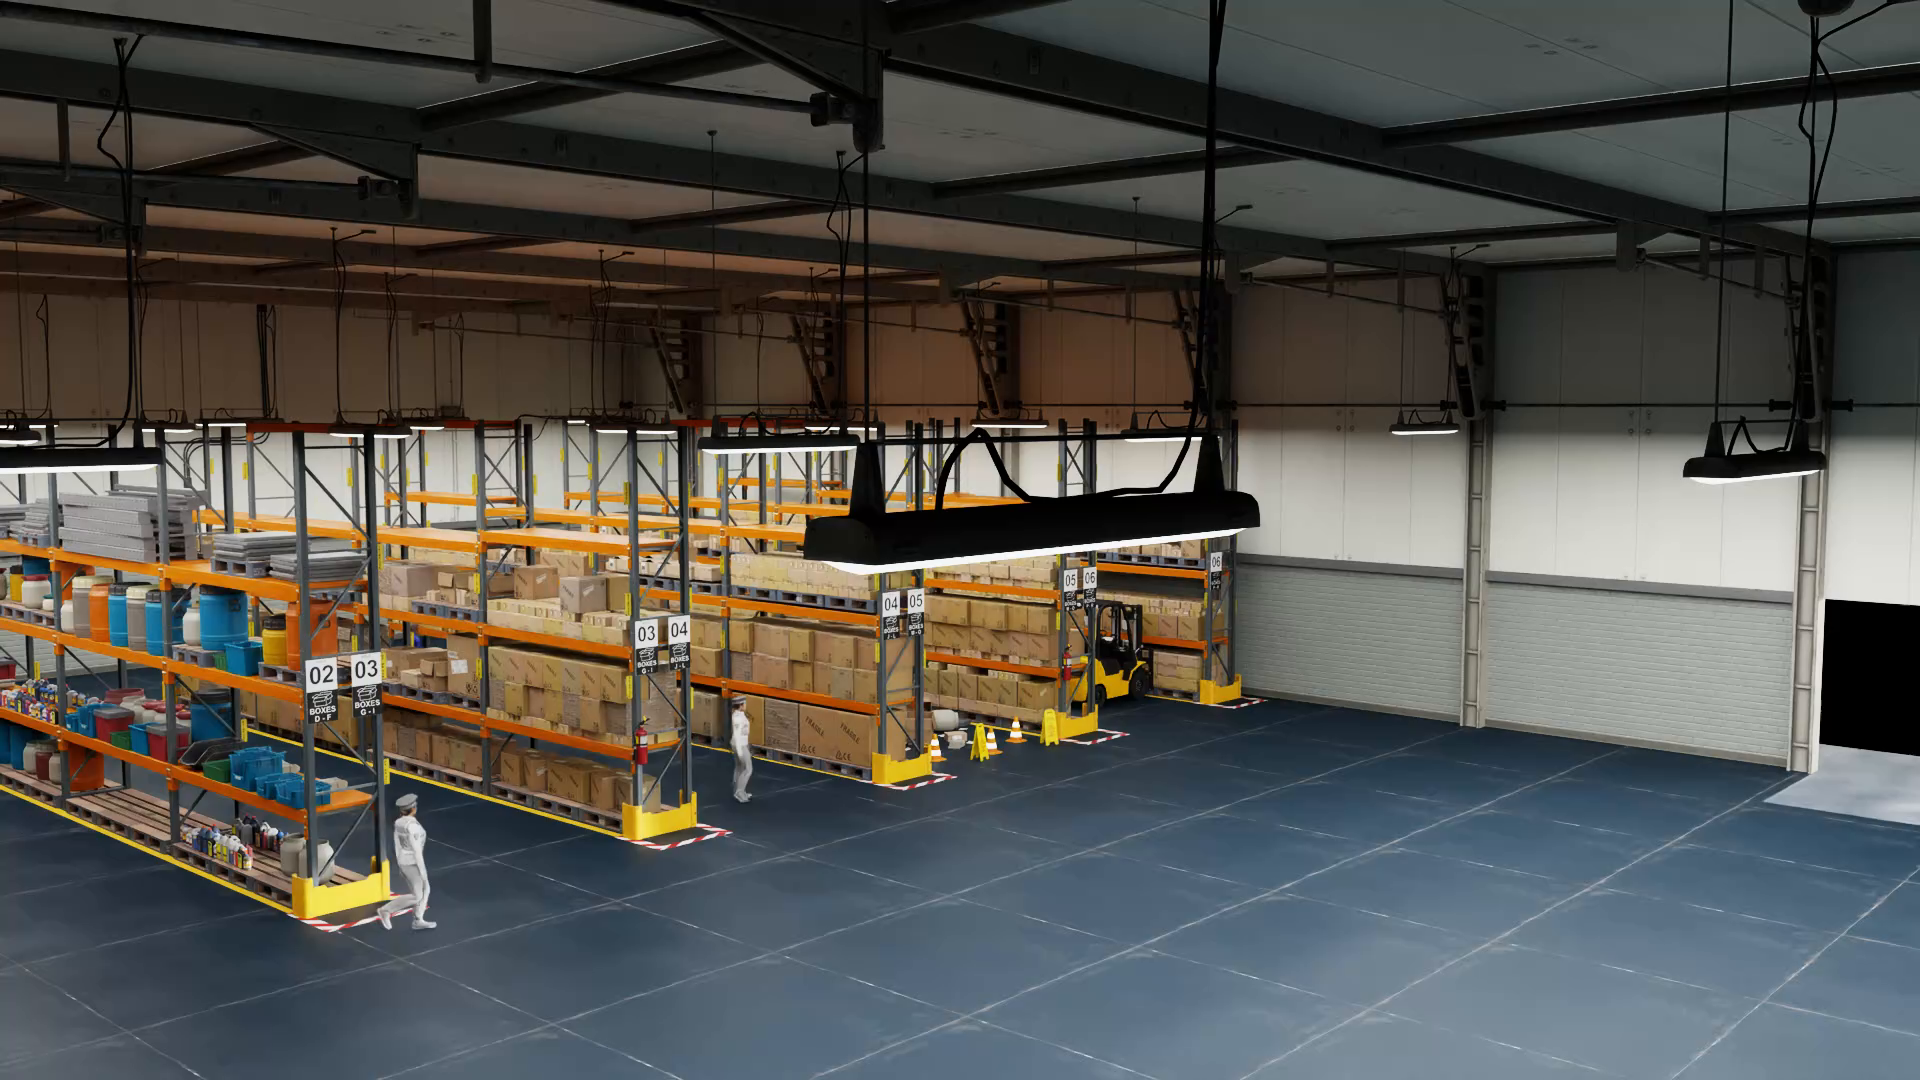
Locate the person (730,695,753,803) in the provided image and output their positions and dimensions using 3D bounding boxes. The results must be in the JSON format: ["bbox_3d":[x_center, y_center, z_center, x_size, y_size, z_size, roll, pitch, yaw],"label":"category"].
[{"bbox_3d":[-3.512,3.331,26.658,0.349,1.700,0.545,-1,5,-10],"label":"person"}]

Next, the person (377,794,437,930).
[{"bbox_3d":[-6.628,3.872,19.881,0.662,1.639,0.459,-1,5,-15],"label":"person"}]

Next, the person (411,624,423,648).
[{"bbox_3d":[-11.590,2.605,35.382,0.499,1.662,0.380,2,5,23],"label":"person"}]
